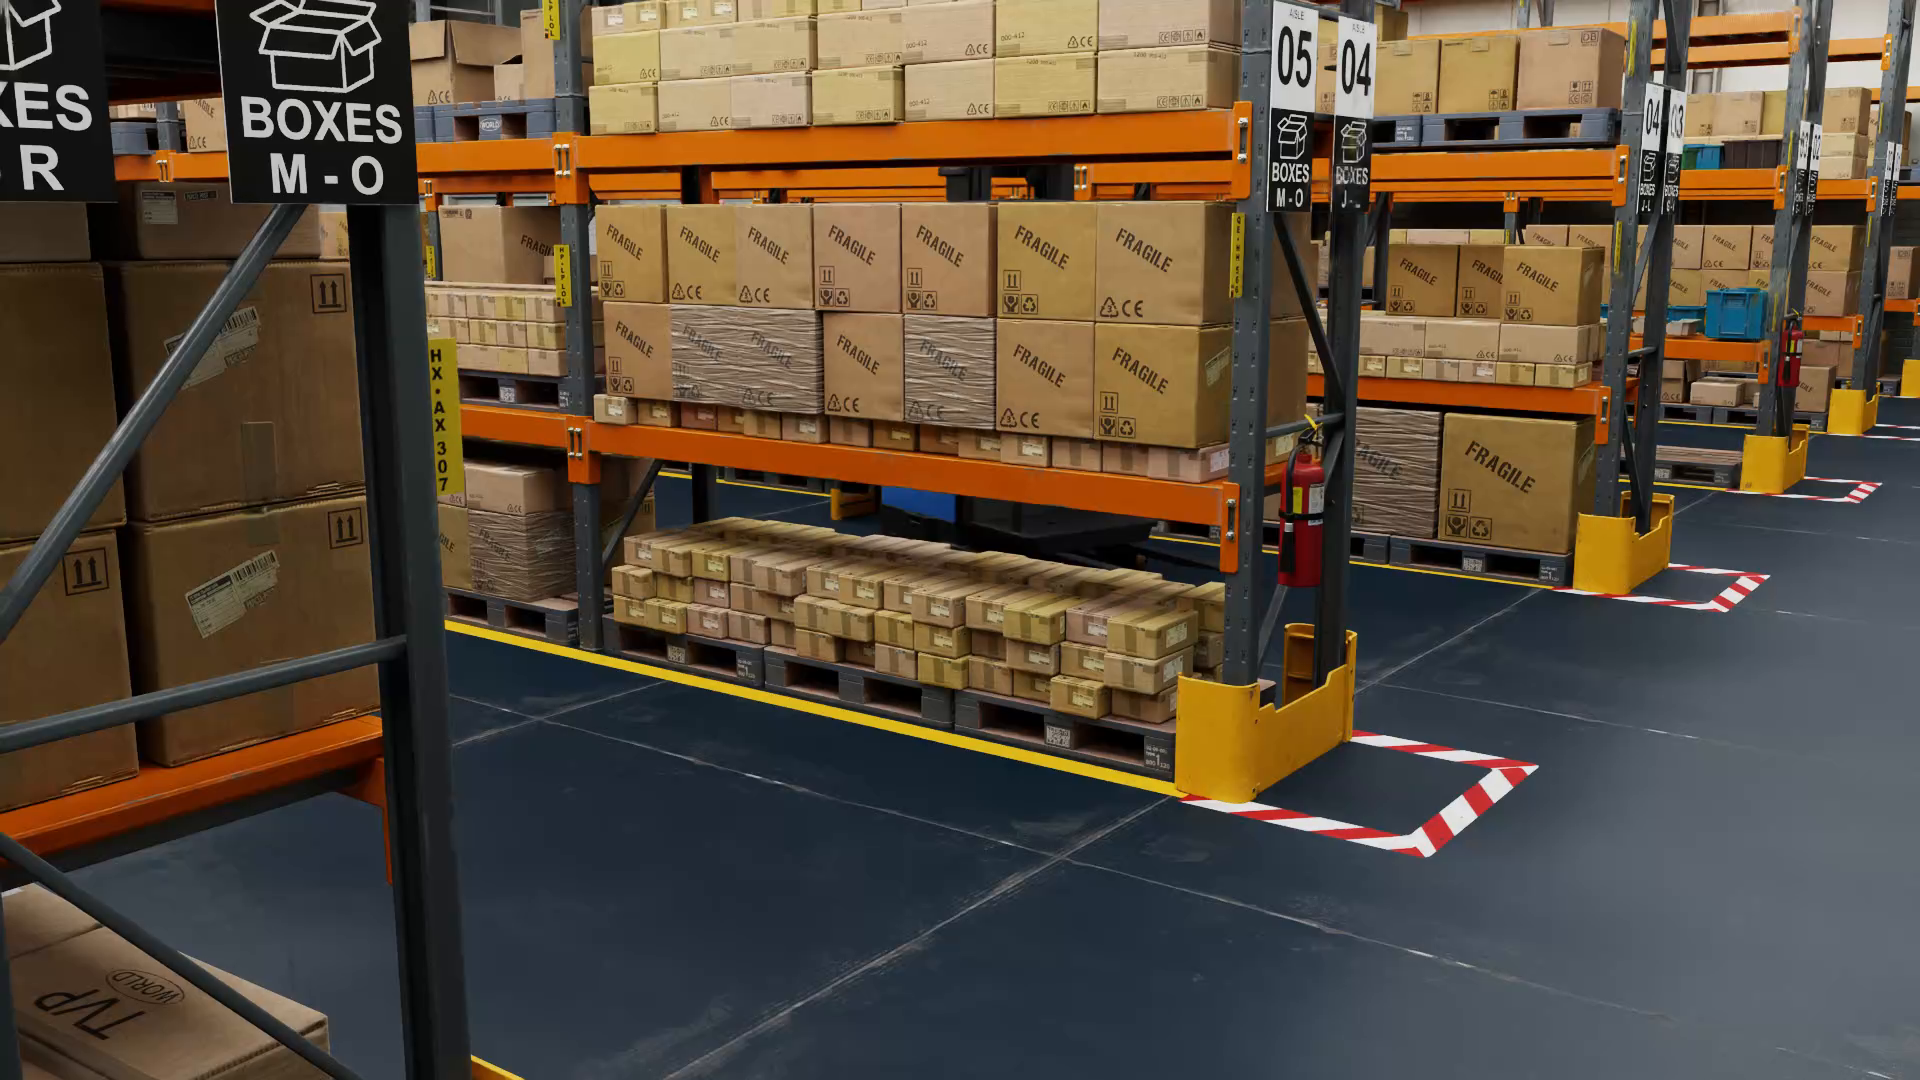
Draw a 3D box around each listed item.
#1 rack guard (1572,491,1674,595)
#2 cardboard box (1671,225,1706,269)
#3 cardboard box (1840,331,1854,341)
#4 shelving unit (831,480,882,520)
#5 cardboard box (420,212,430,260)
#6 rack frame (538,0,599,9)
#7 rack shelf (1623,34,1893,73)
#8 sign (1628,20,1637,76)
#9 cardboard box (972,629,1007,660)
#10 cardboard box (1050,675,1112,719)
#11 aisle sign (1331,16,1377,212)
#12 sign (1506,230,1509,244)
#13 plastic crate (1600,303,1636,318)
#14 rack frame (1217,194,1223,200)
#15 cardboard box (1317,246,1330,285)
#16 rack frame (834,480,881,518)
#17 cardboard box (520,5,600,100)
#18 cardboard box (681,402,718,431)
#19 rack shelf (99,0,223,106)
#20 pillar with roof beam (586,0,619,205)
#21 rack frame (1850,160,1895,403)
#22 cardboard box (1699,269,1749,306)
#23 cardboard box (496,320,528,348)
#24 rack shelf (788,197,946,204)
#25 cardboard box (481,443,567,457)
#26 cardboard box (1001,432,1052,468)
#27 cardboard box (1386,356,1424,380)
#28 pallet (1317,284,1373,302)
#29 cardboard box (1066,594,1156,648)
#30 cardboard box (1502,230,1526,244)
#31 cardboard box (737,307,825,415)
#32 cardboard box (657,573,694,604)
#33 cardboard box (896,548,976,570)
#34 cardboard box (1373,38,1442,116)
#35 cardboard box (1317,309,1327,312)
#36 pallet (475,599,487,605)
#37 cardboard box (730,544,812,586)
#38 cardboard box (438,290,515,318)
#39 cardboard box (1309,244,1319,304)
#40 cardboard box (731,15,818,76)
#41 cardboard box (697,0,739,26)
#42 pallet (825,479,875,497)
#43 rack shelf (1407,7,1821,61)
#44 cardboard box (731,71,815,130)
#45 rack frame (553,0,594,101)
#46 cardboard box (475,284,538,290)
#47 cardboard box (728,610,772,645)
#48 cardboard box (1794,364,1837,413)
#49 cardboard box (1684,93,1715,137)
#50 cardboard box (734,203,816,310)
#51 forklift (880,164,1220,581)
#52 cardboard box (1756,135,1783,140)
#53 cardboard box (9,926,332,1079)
[{"bbox_3d":[4.469,0.006,11.181,0.348,0.500,1.175,8,13,36],"label":"rack guard"},{"bbox_3d":[8.553,-3.460,19.620,0.500,0.500,0.500,8,14,37],"label":"cardboard box"},{"bbox_3d":[12.411,-2.846,23.110,0.250,0.149,0.380,8,13,35],"label":"cardboard box"},{"bbox_3d":[-0.449,-0.877,13.113,1.083,1.500,0.587,10,15,41],"label":"shelving unit"},{"bbox_3d":[-5.748,-3.267,17.842,0.500,0.500,0.500,8,13,36],"label":"cardboard box"},{"bbox_3d":[-5.515,-6.726,23.605,0.127,3.000,1.000,8,13,36],"label":"rack frame"},{"bbox_3d":[8.704,-5.555,19.455,4.000,0.370,1.077,8,13,36],"label":"rack shelf"},{"bbox_3d":[4.117,-3.011,10.174,0.005,0.325,0.100,8,13,36],"label":"sign"},{"bbox_3d":[0.263,0.452,7.913,0.250,0.149,0.380,8,13,35],"label":"cardboard box"},{"bbox_3d":[0.618,0.677,7.532,0.250,0.149,0.380,8,14,37],"label":"cardboard box"},{"bbox_3d":[1.669,-1.790,7.039,0.004,0.787,0.394,8,13,36],"label":"aisle sign"},{"bbox_3d":[6.767,-3.673,20.567,0.005,0.325,0.100,8,13,36],"label":"sign"},{"bbox_3d":[6.316,-2.155,16.056,0.300,0.233,0.416,8,13,36],"label":"plastic crate"},{"bbox_3d":[3.868,-3.639,23.443,0.127,3.000,1.000,8,13,36],"label":"rack frame"},{"bbox_3d":[5.067,-3.709,22.434,0.700,0.500,0.500,-10,15,-42],"label":"cardboard box"},{"bbox_3d":[-0.832,-0.943,13.455,0.032,1.500,0.500,10,15,41],"label":"rack frame"},{"bbox_3d":[-2.032,-2.713,9.388,0.500,0.500,0.700,8,14,36],"label":"cardboard box"},{"bbox_3d":[-1.259,-0.680,8.811,0.250,0.149,0.380,7,13,33],"label":"cardboard box"},{"bbox_3d":[-3.028,-1.051,4.061,4.000,0.370,1.077,8,13,36],"label":"rack shelf"},{"bbox_3d":[-10.794,-8.987,35.289,0.548,9.000,9.100,8,13,36],"label":"pillar with roof beam"},{"bbox_3d":[10.317,-2.740,18.794,0.127,3.000,1.000,8,13,36],"label":"rack frame"},{"bbox_3d":[8.975,-2.912,19.423,0.500,0.500,0.500,8,14,36],"label":"cardboard box"},{"bbox_3d":[-2.442,-1.198,9.598,0.250,0.149,0.380,8,14,36],"label":"cardboard box"},{"bbox_3d":[-0.968,-5.433,26.713,4.000,0.370,1.077,8,13,36],"label":"rack shelf"},{"bbox_3d":[-2.661,-0.455,10.488,0.500,0.250,0.500,8,14,37],"label":"cardboard box"},{"bbox_3d":[0.394,-0.430,7.518,0.250,0.149,0.380,8,14,37],"label":"cardboard box"},{"bbox_3d":[3.144,-1.204,11.520,0.250,0.149,0.380,8,13,34],"label":"cardboard box"},{"bbox_3d":[5.439,-3.327,22.335,1.213,0.211,1.003,8,13,36],"label":"pallet"},{"bbox_3d":[0.687,0.368,7.564,0.250,0.149,0.380,8,14,37],"label":"cardboard box"},{"bbox_3d":[8.676,-4.651,25.600,0.500,0.250,0.500,8,14,37],"label":"cardboard box"},{"bbox_3d":[-0.754,-0.910,8.287,0.500,0.500,0.500,8,13,34],"label":"cardboard box"},{"bbox_3d":[-1.432,0.227,9.078,0.250,0.149,0.380,8,14,36],"label":"cardboard box"},{"bbox_3d":[-0.120,0.156,8.658,0.250,0.149,0.380,8,14,36],"label":"cardboard box"},{"bbox_3d":[3.171,-3.183,11.558,0.500,0.500,0.700,7,13,32],"label":"cardboard box"},{"bbox_3d":[2.567,-1.621,12.623,0.500,0.250,0.500,8,14,37],"label":"cardboard box"},{"bbox_3d":[-3.407,0.219,10.840,1.213,0.211,1.003,8,13,36],"label":"pallet"},{"bbox_3d":[-0.993,0.133,8.777,0.250,0.149,0.380,8,13,34],"label":"cardboard box"},{"bbox_3d":[-2.867,-1.404,9.881,0.250,0.149,0.380,8,13,35],"label":"cardboard box"},{"bbox_3d":[2.275,-1.907,12.125,0.500,0.500,0.500,7,13,34],"label":"cardboard box"},{"bbox_3d":[-0.750,-2.364,8.031,0.500,0.250,0.500,8,14,37],"label":"cardboard box"},{"bbox_3d":[-1.082,-2.604,8.226,0.250,0.149,0.380,7,13,34],"label":"cardboard box"},{"bbox_3d":[-0.428,-0.517,14.644,1.213,0.211,1.003,8,13,36],"label":"pallet"},{"bbox_3d":[5.770,-4.603,15.575,4.000,0.370,1.077,8,13,36],"label":"rack shelf"},{"bbox_3d":[-0.757,-2.115,8.065,0.500,0.250,0.500,9,14,38],"label":"cardboard box"},{"bbox_3d":[-1.791,-3.871,8.846,0.127,3.000,1.000,8,13,36],"label":"rack frame"},{"bbox_3d":[-2.879,-1.560,10.686,0.250,0.149,0.380,9,14,38],"label":"cardboard box"},{"bbox_3d":[-1.008,0.429,8.815,0.250,0.149,0.380,8,13,34],"label":"cardboard box"},{"bbox_3d":[9.732,-1.752,19.111,0.500,0.500,0.500,8,13,36],"label":"cardboard box"},{"bbox_3d":[8.726,-4.987,19.618,0.500,0.500,0.700,8,13,36],"label":"cardboard box"},{"bbox_3d":[-0.757,-1.406,8.221,0.500,0.500,0.500,8,14,36],"label":"cardboard box"},{"bbox_3d":[0.639,-1.236,11.199,1.130,2.935,3.031,-7,13,-33],"label":"forklift"},{"bbox_3d":[9.348,-4.459,18.863,0.500,0.250,0.500,8,13,36],"label":"cardboard box"},{"bbox_3d":[-2.007,1.286,3.623,0.875,0.438,0.875,7,13,34],"label":"cardboard box"}]
